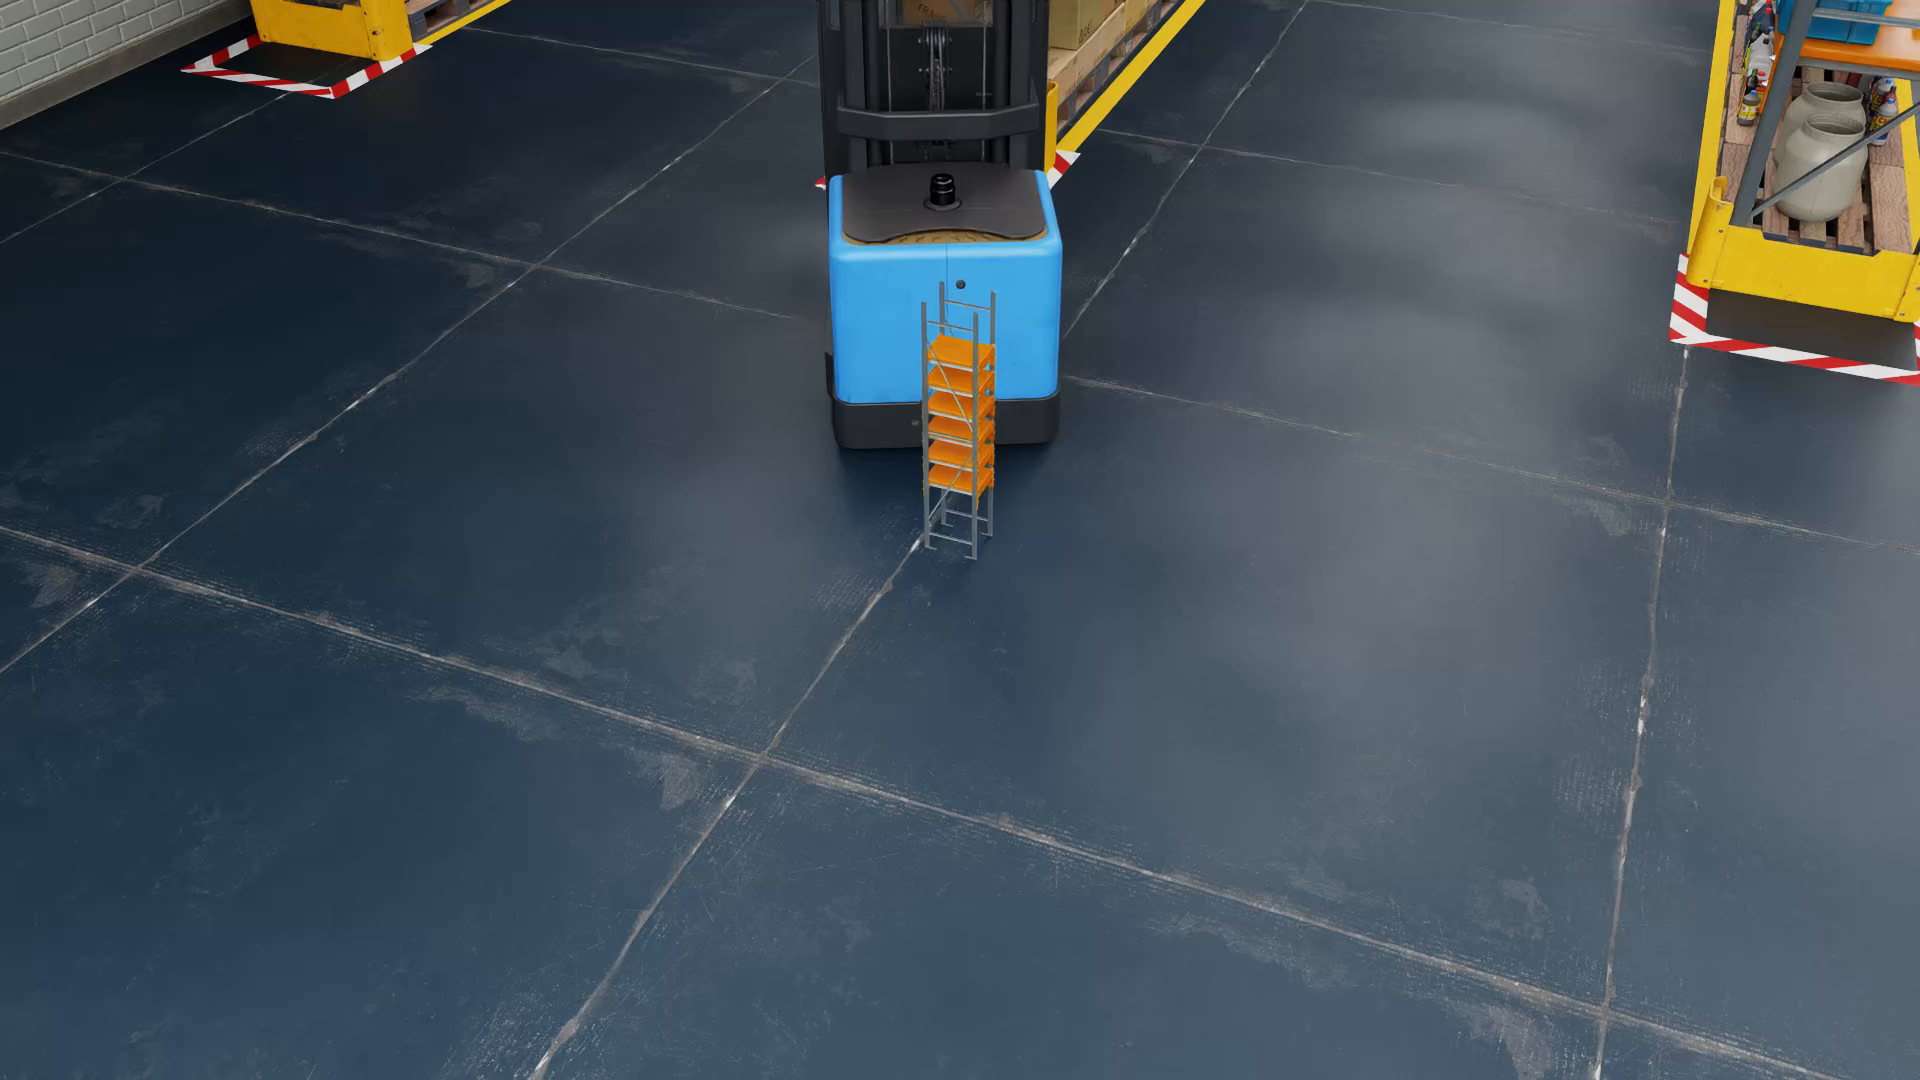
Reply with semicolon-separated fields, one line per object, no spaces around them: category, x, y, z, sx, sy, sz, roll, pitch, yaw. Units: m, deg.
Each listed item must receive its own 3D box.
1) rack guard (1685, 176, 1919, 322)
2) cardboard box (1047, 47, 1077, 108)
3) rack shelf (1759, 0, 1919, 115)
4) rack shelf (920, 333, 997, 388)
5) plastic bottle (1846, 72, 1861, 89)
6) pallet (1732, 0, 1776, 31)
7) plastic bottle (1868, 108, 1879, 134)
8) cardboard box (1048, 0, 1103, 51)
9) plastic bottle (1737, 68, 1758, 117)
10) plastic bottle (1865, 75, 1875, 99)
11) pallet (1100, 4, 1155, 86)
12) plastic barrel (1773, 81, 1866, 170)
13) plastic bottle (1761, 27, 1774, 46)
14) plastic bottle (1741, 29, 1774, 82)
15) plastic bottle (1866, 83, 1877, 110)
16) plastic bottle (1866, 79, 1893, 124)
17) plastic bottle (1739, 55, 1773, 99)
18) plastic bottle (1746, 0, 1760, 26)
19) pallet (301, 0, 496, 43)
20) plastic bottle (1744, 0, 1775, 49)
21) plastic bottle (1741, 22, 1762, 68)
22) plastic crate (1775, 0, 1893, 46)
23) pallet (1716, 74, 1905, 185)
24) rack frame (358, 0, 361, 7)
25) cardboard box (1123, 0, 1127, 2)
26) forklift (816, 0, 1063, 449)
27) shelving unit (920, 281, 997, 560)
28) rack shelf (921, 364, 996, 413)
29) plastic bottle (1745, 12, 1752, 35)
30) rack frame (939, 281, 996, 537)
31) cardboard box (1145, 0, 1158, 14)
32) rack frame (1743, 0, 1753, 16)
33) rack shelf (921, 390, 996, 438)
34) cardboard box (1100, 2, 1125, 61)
rack guard;4.586;-1.566;8.927;1.175;0.500;0.348;14;39;18
cardboard box;0.431;-2.958;10.648;0.500;0.250;0.500;14;39;18
rack shelf;5.362;-3.334;9.805;1.077;0.370;4.000;14;39;18
rack shelf;-0.005;-0.725;6.691;0.258;0.103;0.180;14;39;18
plastic bottle;5.784;-3.045;10.719;0.061;0.283;0.133;14;39;18
pallet;6.386;-4.056;12.500;1.003;0.211;1.213;14;39;18
plastic bottle;5.618;-2.560;10.139;0.097;0.201;0.097;0;37;0
cardboard box;0.620;-3.536;10.794;0.500;0.500;0.500;14;39;18
plastic bottle;4.922;-2.788;10.376;0.061;0.283;0.133;15;39;19
plastic bottle;5.863;-2.916;10.616;0.097;0.201;0.097;0;37;0
pallet;0.739;-3.634;11.935;1.003;0.211;1.213;14;39;18
plastic barrel;4.971;-2.345;9.610;0.421;0.512;0.421;0;37;0
plastic bottle;5.339;-3.266;11.025;0.097;0.271;0.097;0;37;0
plastic bottle;5.198;-3.152;10.807;0.144;0.351;0.185;14;39;17
plastic bottle;5.785;-2.803;10.464;0.097;0.201;0.097;0;37;0
plastic bottle;5.709;-2.720;10.295;0.097;0.271;0.097;0;37;0
plastic bottle;5.068;-2.926;10.567;0.152;0.276;0.135;13;39;16
plastic bottle;5.596;-3.736;11.654;0.097;0.271;0.097;0;37;0
pallet;-4.190;-4.138;12.610;1.003;0.211;1.213;14;39;18
plastic bottle;5.432;-3.492;11.261;0.144;0.351;0.185;15;39;19
plastic bottle;5.259;-3.278;11.032;0.061;0.283;0.133;16;40;20
plastic crate;4.514;-2.800;8.615;0.499;0.251;0.616;14;39;18
pallet;5.366;-2.572;10.515;1.003;0.211;1.213;14;39;18
rack frame;-4.561;-4.771;11.128;1.000;3.000;0.127;14;39;18
cardboard box;1.004;-4.088;11.534;0.500;0.500;0.500;14;39;18
forklift;-0.141;-2.457;8.089;1.130;2.935;3.031;-2;37;-3
shelving unit;-0.006;-0.473;6.880;0.258;1.200;0.189;14;39;18
rack shelf;-0.006;-0.629;6.763;0.258;0.103;0.180;14;39;18
plastic bottle;5.519;-3.595;11.524;0.097;0.201;0.097;0;37;0
rack frame;0.029;-0.523;6.948;0.240;1.200;0.006;14;39;18
cardboard box;1.193;-4.065;12.129;0.500;0.250;0.500;14;39;18
rack frame;6.123;-4.729;11.071;1.000;3.000;0.127;14;39;18
rack shelf;-0.006;-0.533;6.835;0.258;0.103;0.180;14;39;18
cardboard box;0.809;-3.512;11.389;0.500;0.250;0.500;14;39;18
